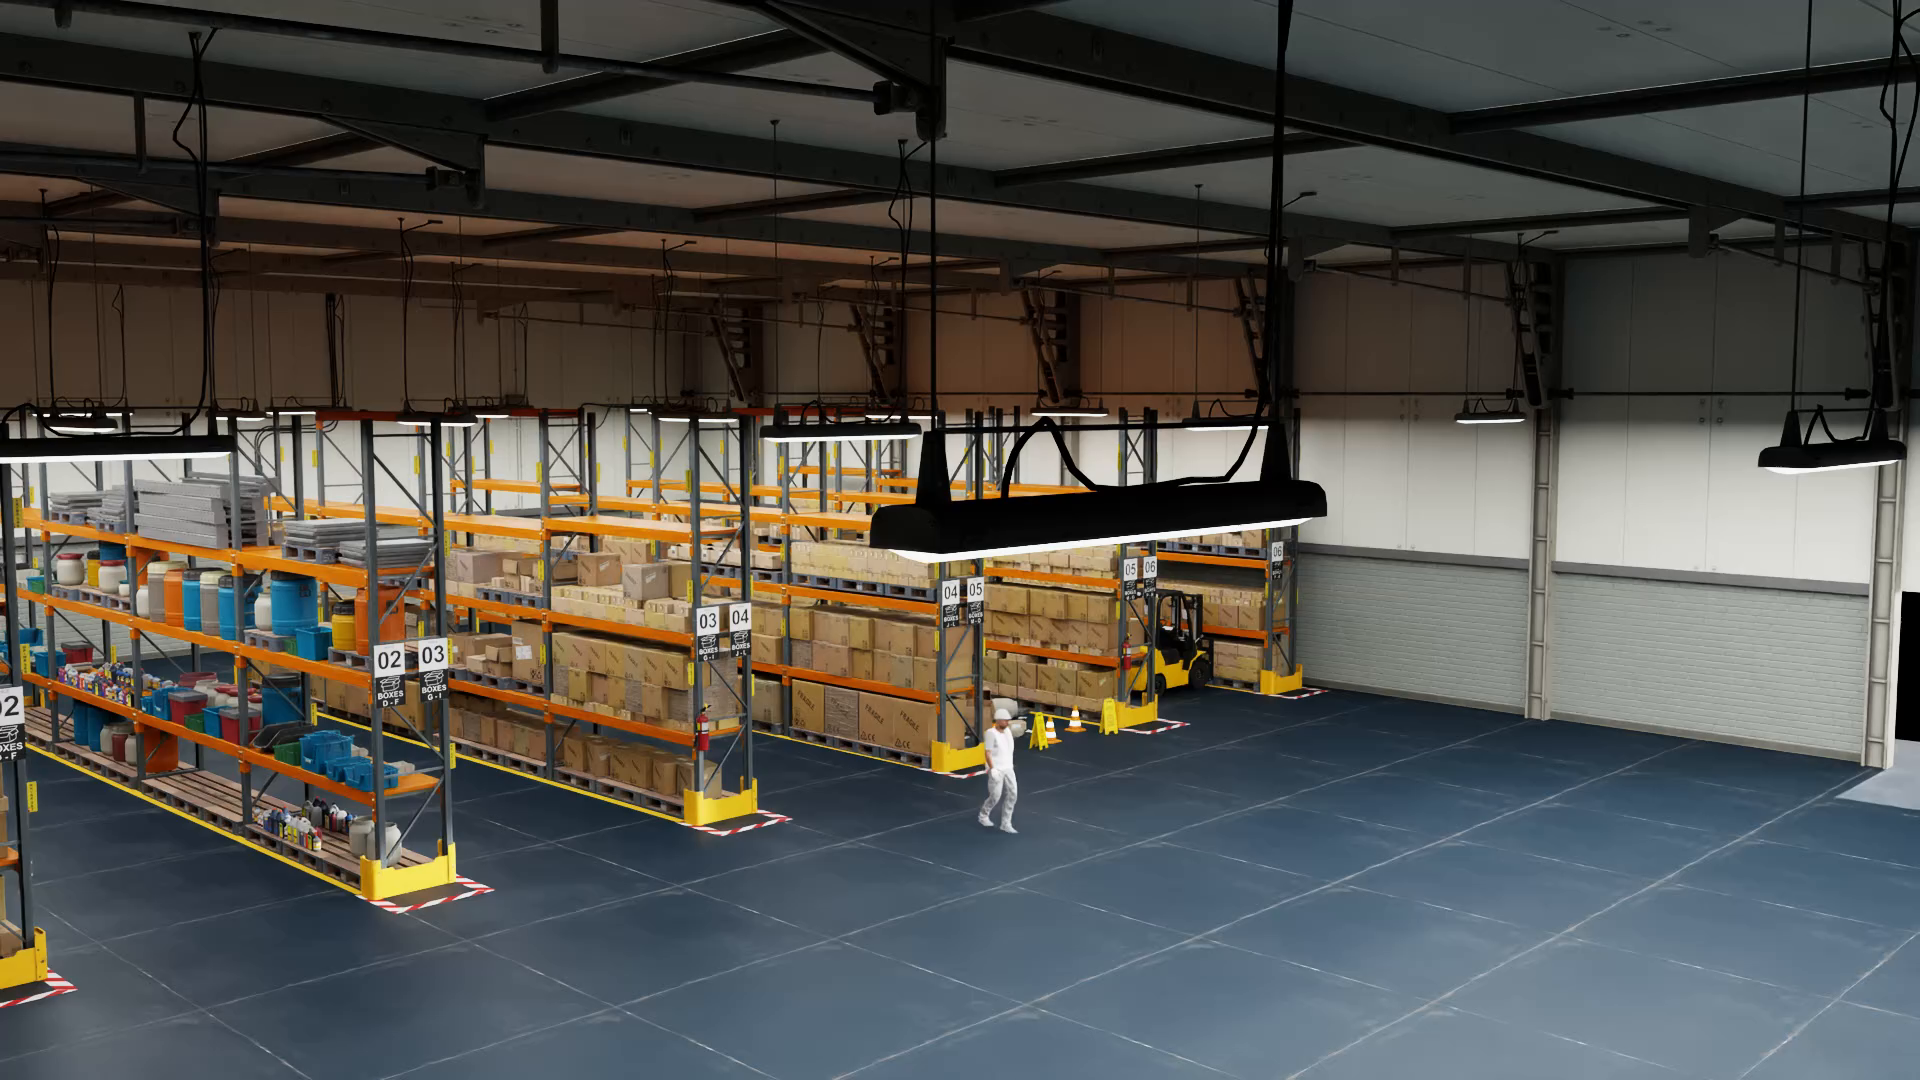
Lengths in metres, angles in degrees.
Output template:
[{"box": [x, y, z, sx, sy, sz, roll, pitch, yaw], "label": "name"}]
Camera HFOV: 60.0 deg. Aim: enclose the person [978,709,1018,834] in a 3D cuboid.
[{"box": [0.585, 3.346, 24.078, 0.661, 1.811, 0.647, 4, 6, 37], "label": "person"}]
